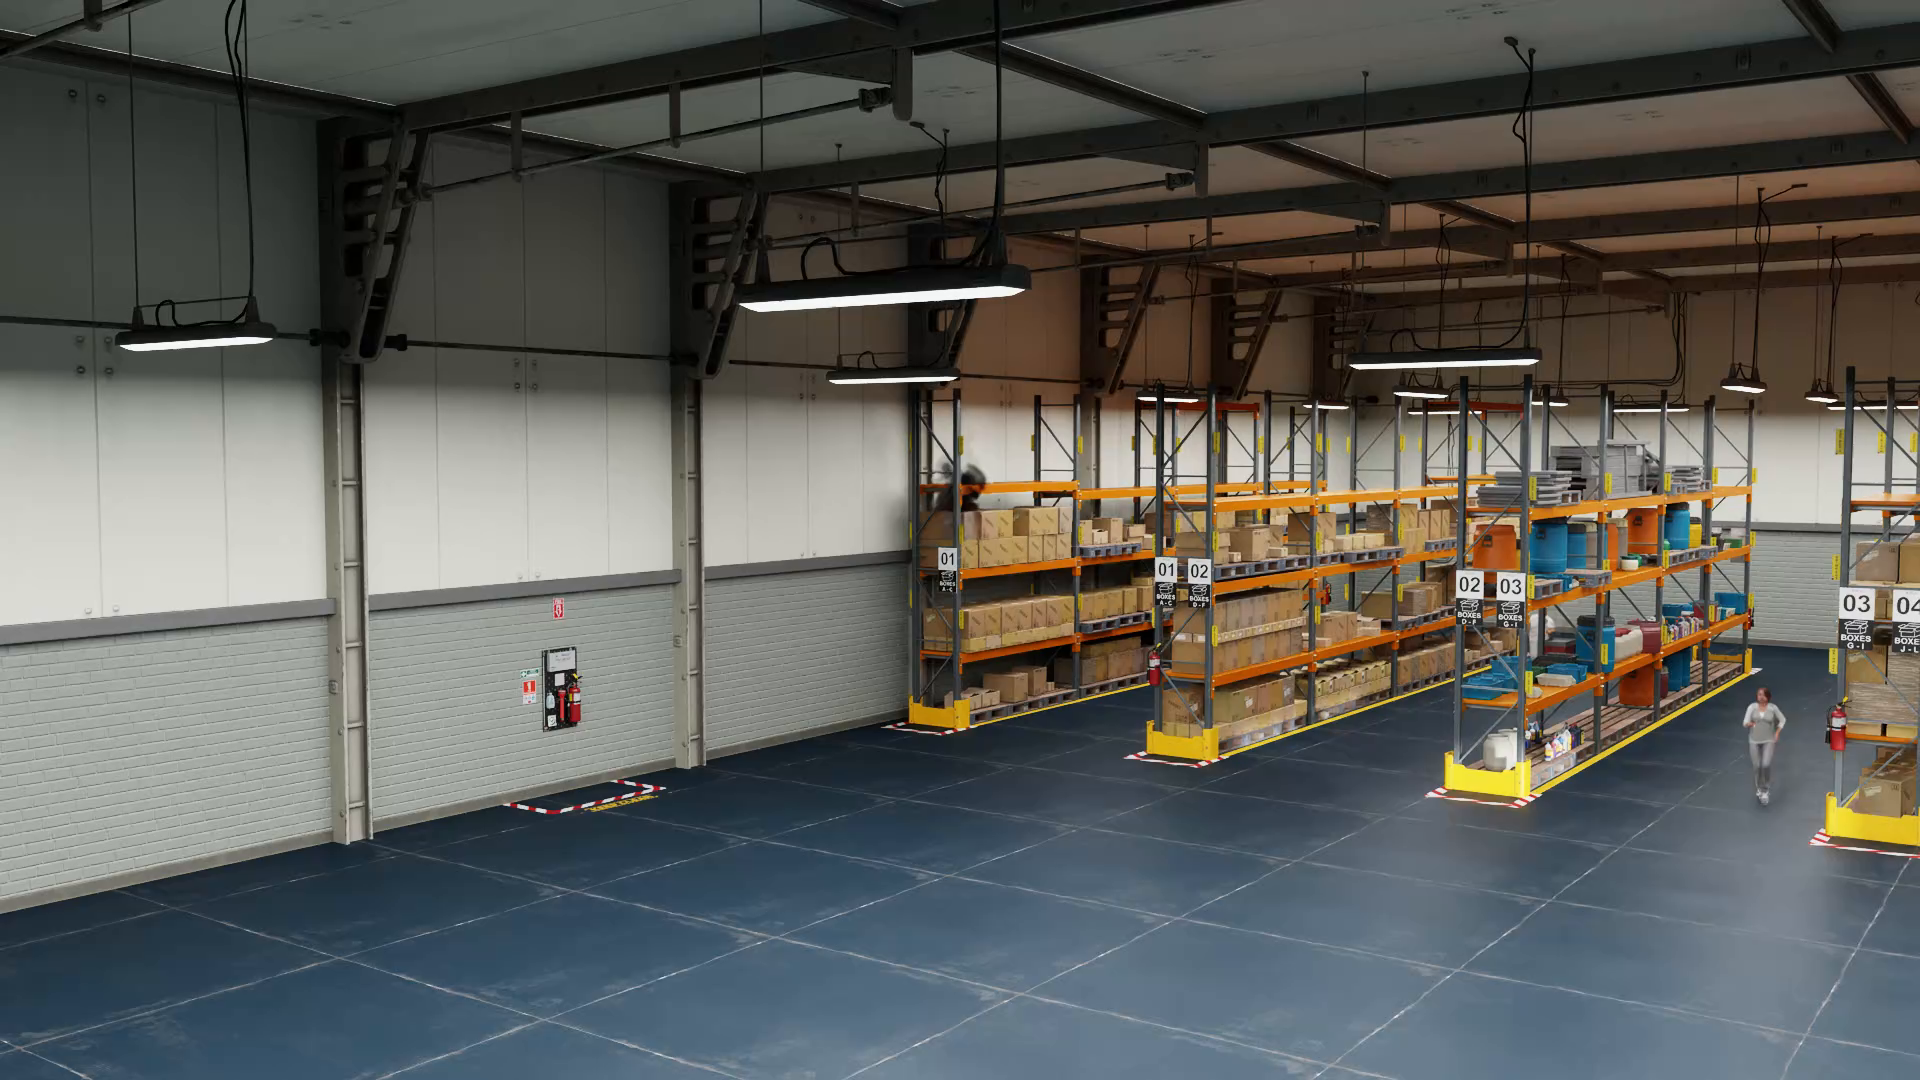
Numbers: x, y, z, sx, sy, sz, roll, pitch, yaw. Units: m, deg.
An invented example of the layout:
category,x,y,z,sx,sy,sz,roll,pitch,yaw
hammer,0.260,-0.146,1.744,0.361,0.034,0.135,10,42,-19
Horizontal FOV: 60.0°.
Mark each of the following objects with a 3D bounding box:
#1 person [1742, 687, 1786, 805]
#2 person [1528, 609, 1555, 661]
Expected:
category,x,y,z,sx,sy,sz,roll,pitch,yaw
person,11.245,2.873,23.306,0.514,1.624,0.660,2,4,35
person,12.199,2.166,35.035,0.616,1.648,0.967,2,4,25
